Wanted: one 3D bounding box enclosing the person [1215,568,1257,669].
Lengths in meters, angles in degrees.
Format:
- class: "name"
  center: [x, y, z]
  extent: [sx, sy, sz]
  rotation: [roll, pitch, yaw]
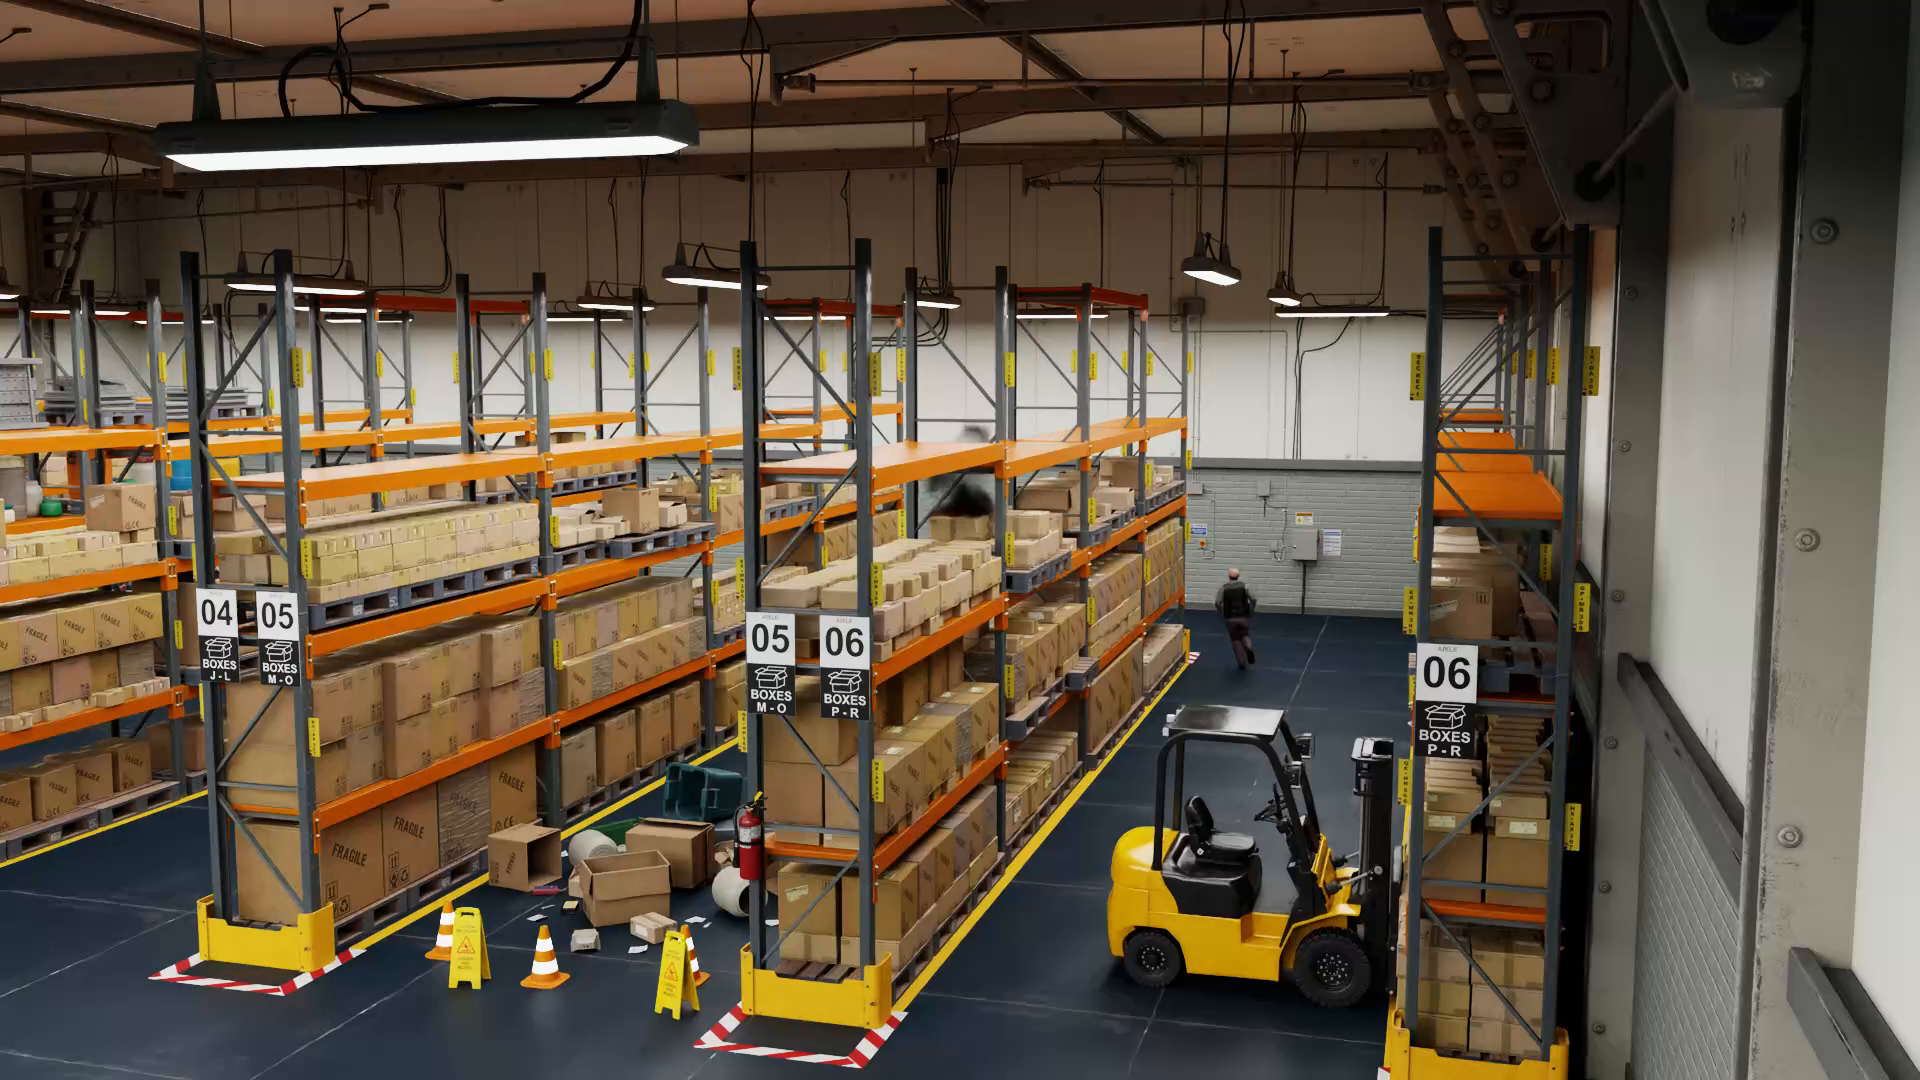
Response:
- class: "person"
  center: [4.520, 1.298, 27.328]
  extent: [0.660, 1.679, 0.567]
  rotation: [0, 6, 0]
